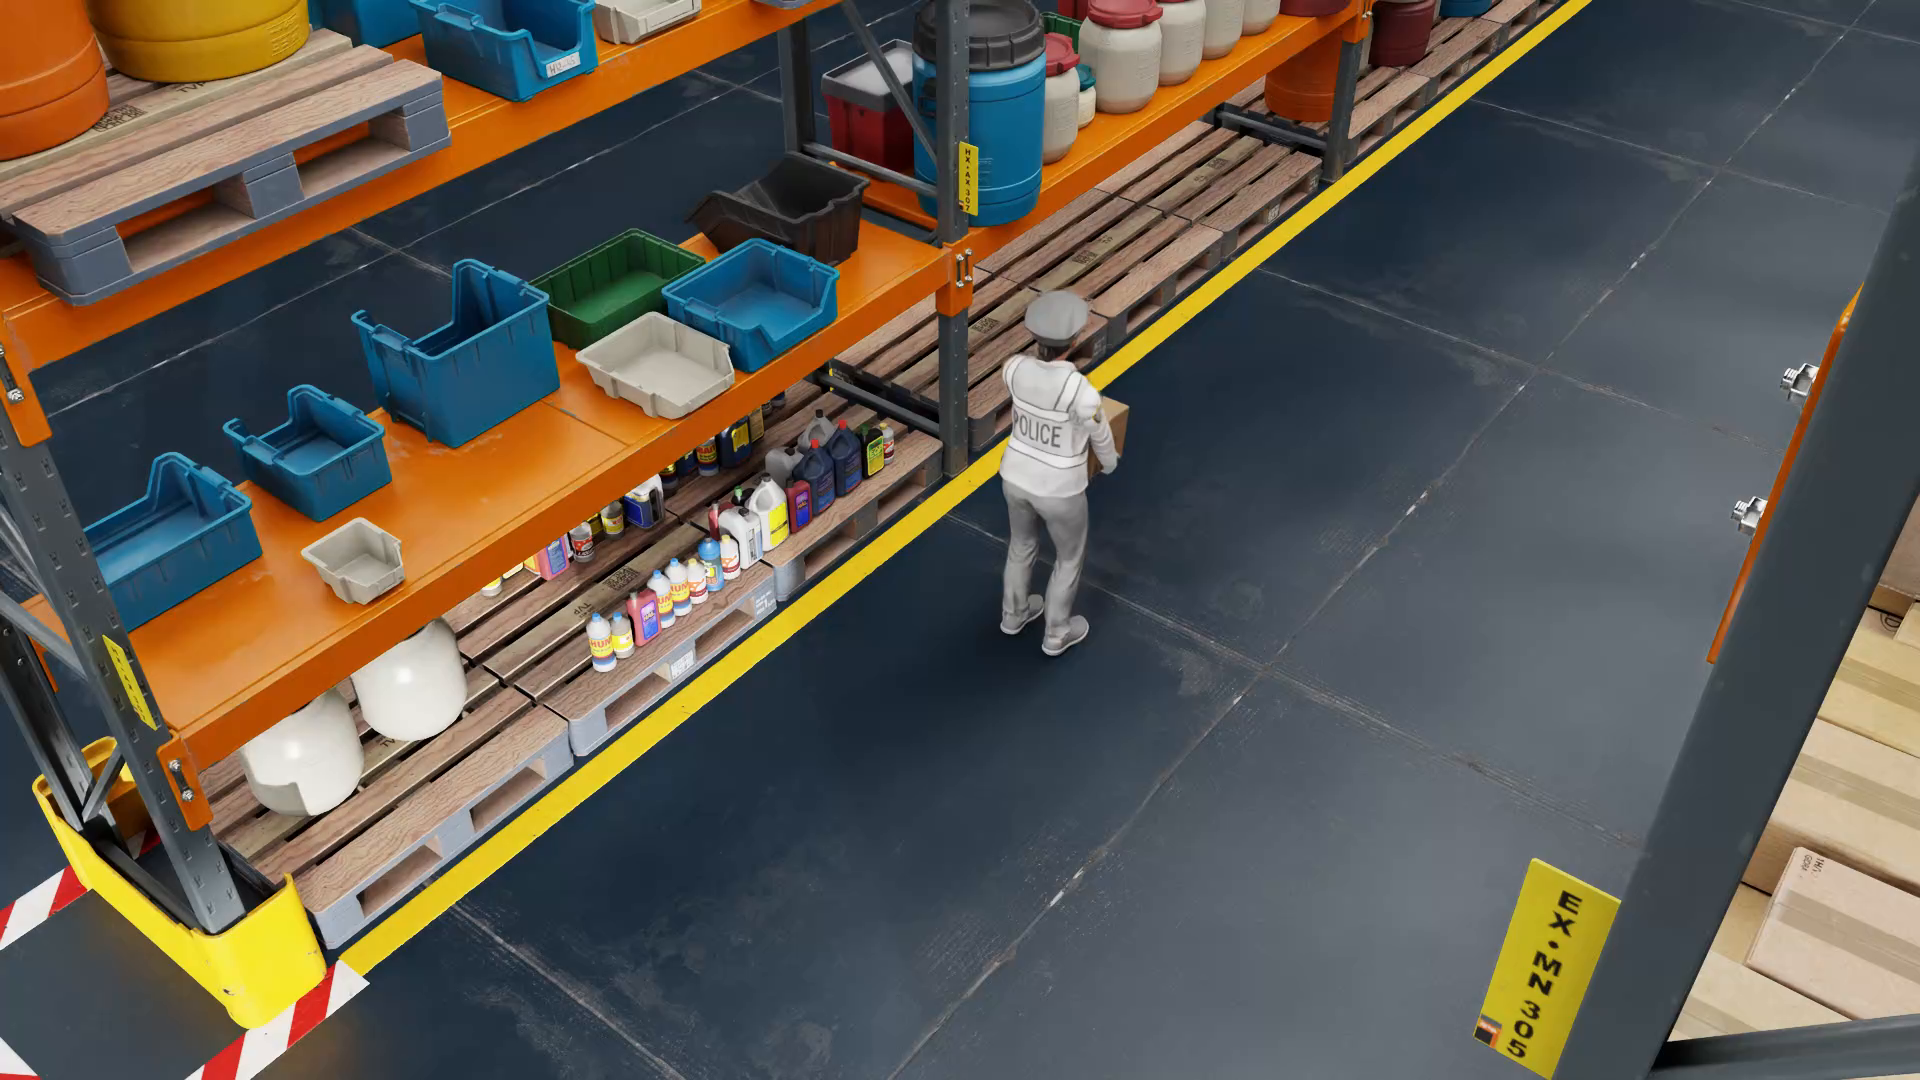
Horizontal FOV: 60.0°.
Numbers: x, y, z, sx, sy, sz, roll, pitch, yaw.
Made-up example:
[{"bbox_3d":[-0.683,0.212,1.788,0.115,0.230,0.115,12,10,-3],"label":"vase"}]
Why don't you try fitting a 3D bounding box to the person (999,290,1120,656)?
[{"bbox_3d":[0.403,-0.287,6.963,0.416,1.674,0.535,25,45,27],"label":"person"}]
